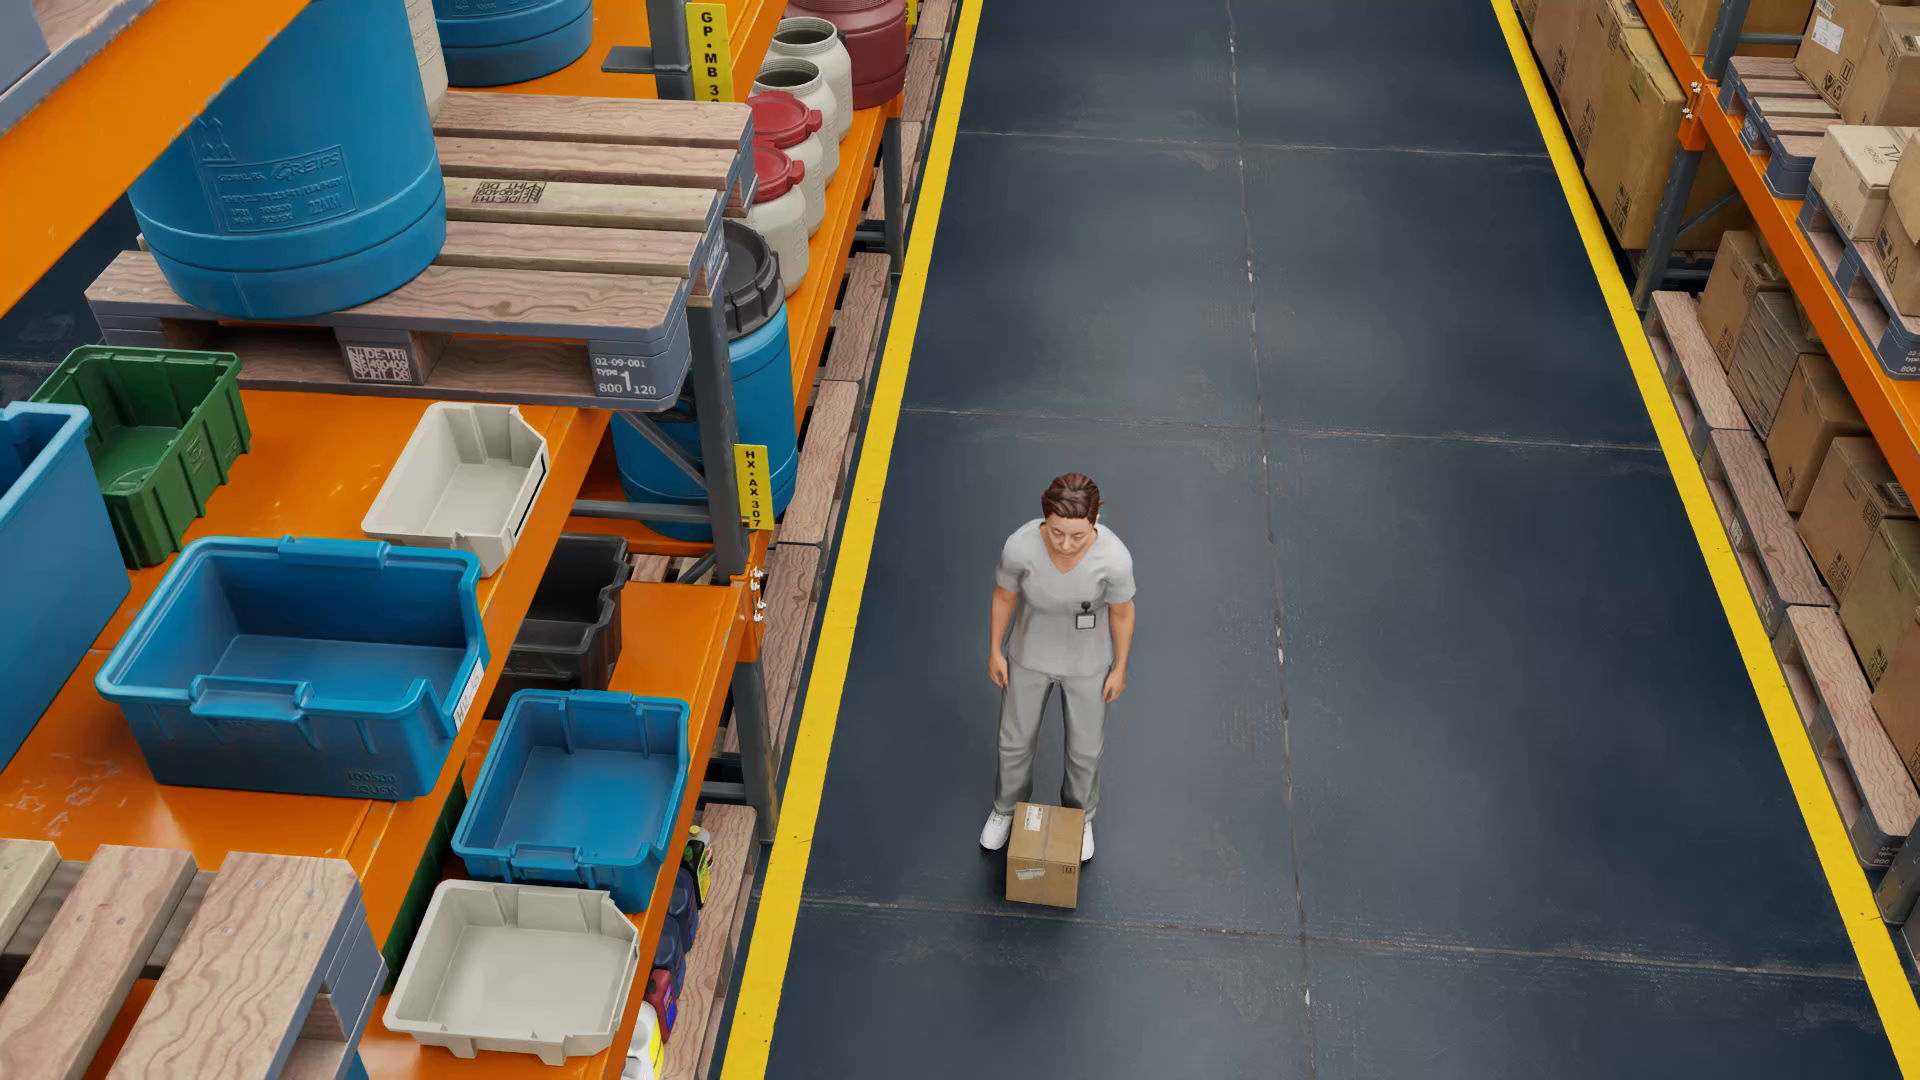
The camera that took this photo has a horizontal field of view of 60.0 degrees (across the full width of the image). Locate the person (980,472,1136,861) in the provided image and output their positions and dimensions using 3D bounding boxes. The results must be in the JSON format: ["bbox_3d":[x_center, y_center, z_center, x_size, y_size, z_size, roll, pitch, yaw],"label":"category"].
[{"bbox_3d":[0.335,0.420,5.661,0.484,1.672,0.360,6,41,7],"label":"person"}]
